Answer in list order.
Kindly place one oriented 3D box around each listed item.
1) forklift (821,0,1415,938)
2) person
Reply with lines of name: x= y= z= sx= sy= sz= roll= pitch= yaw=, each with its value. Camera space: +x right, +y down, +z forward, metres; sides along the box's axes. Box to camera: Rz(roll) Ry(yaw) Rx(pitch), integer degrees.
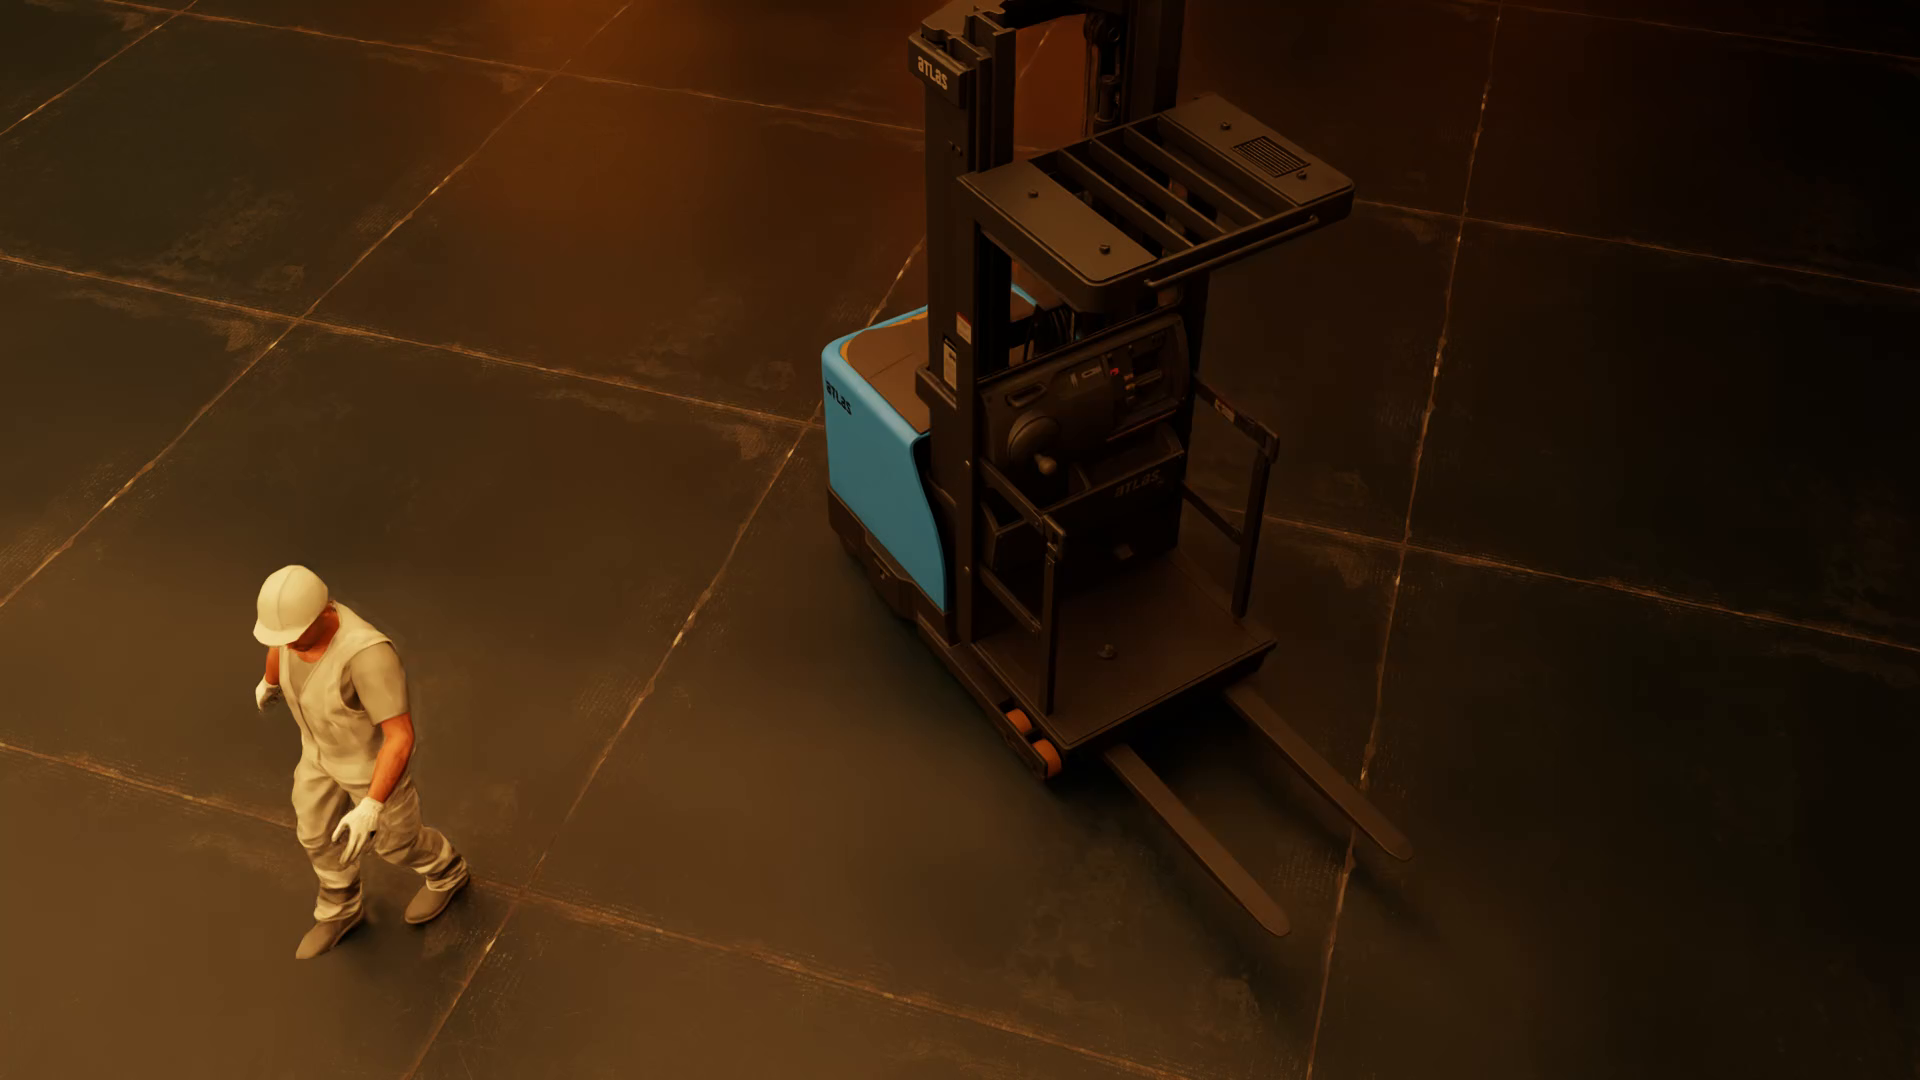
forklift: x=0.607 y=-0.468 z=6.192 sx=1.130 sy=2.935 sz=3.031 roll=-24 pitch=48 yaw=-24
person: x=-2.172 y=0.799 z=5.720 sx=1.026 sy=1.795 sz=0.650 roll=27 pitch=49 yaw=26
